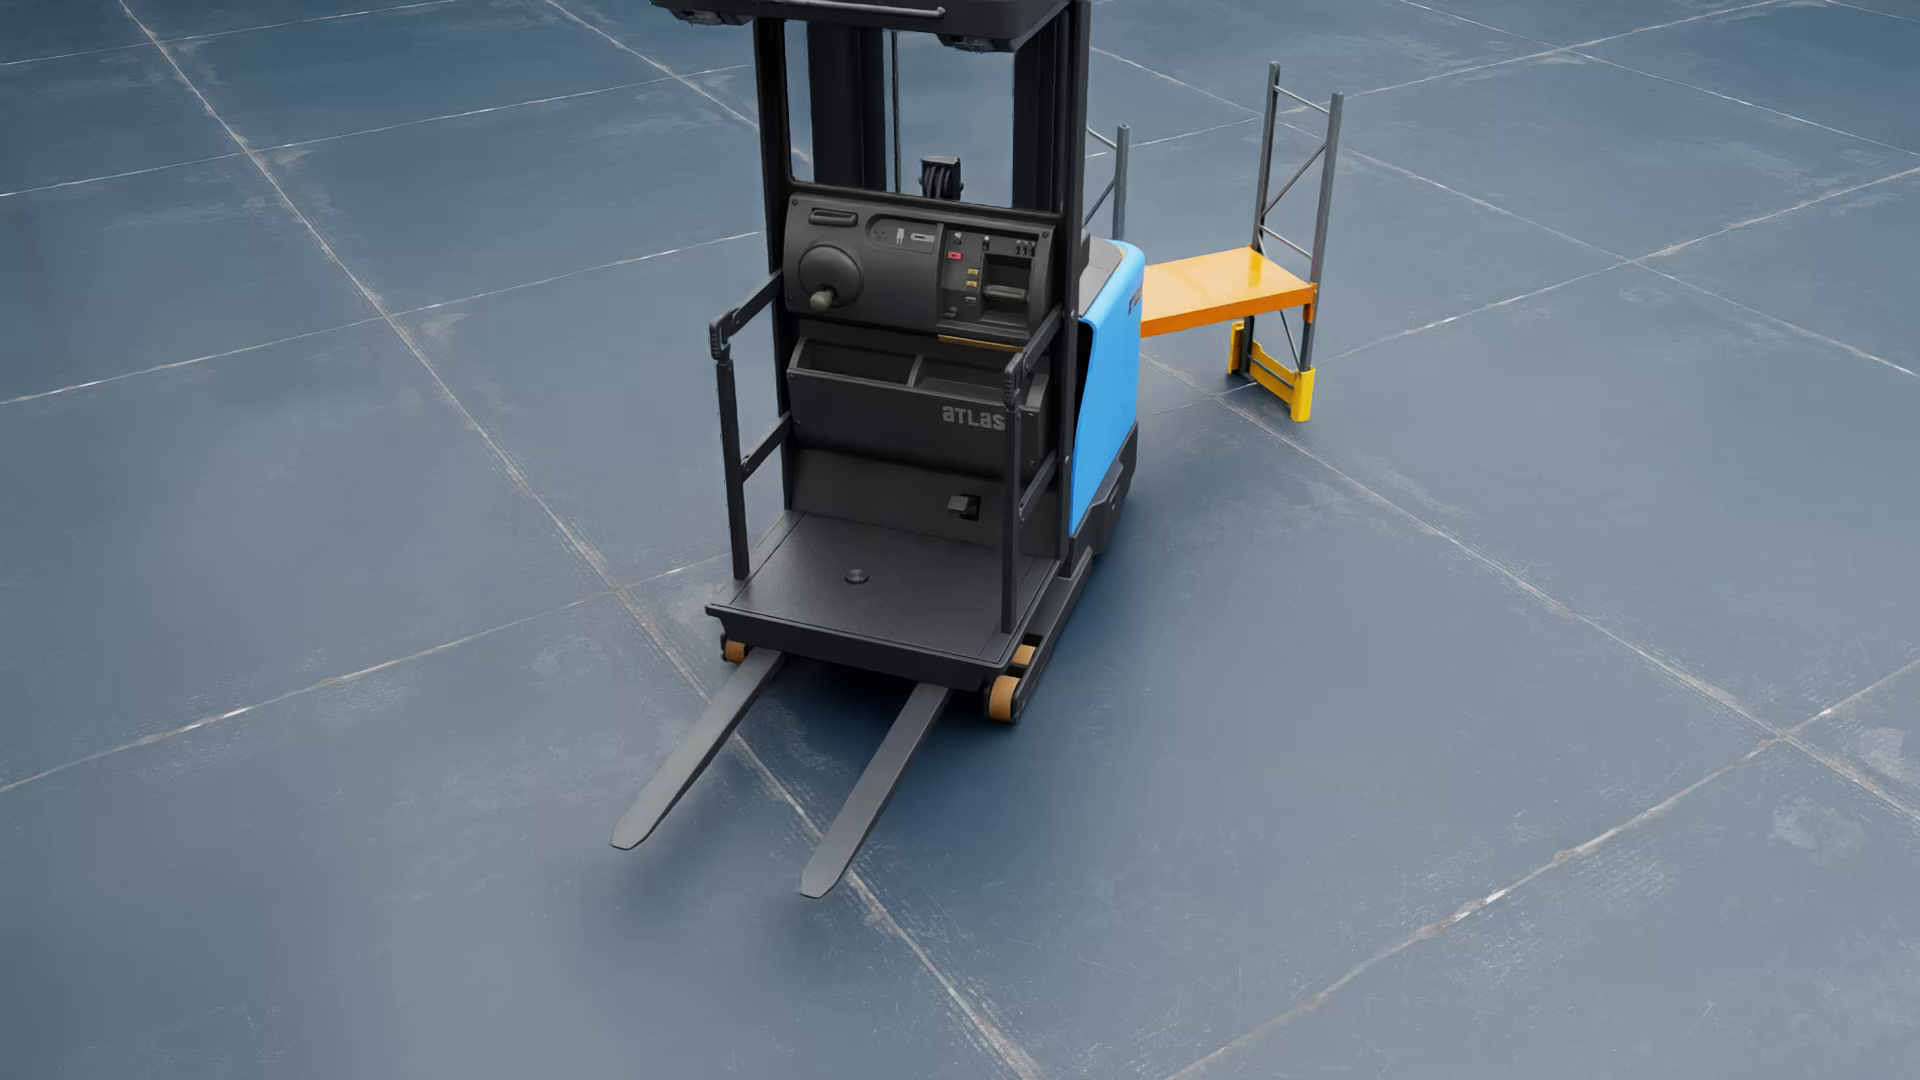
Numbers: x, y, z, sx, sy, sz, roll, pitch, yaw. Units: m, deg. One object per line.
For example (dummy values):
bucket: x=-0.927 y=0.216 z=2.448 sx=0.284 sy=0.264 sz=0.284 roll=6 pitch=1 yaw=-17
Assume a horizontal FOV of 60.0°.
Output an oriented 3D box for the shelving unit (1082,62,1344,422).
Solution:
shelving unit: x=0.997 y=-1.208 z=7.260 sx=1.083 sy=1.500 sz=0.587 roll=-14 pitch=35 yaw=-21

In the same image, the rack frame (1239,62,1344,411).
rack frame: x=1.466 y=-1.325 z=7.444 sx=0.032 sy=1.500 sz=0.500 roll=-14 pitch=35 yaw=-21

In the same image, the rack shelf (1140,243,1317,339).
rack shelf: x=1.005 y=-1.058 z=7.359 sx=1.000 sy=0.185 sz=0.538 roll=-14 pitch=35 yaw=-21

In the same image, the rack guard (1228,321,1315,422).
rack guard: x=1.449 y=-0.792 z=7.771 sx=0.087 sy=0.250 sz=0.587 roll=-14 pitch=35 yaw=-21

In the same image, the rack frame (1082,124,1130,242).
rack frame: x=0.545 y=-1.096 z=7.082 sx=0.032 sy=1.500 sz=0.500 roll=-14 pitch=35 yaw=-21

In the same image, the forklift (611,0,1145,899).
forklift: x=-0.217 y=-0.854 z=5.357 sx=1.130 sy=2.935 sz=3.031 roll=11 pitch=34 yaw=16
